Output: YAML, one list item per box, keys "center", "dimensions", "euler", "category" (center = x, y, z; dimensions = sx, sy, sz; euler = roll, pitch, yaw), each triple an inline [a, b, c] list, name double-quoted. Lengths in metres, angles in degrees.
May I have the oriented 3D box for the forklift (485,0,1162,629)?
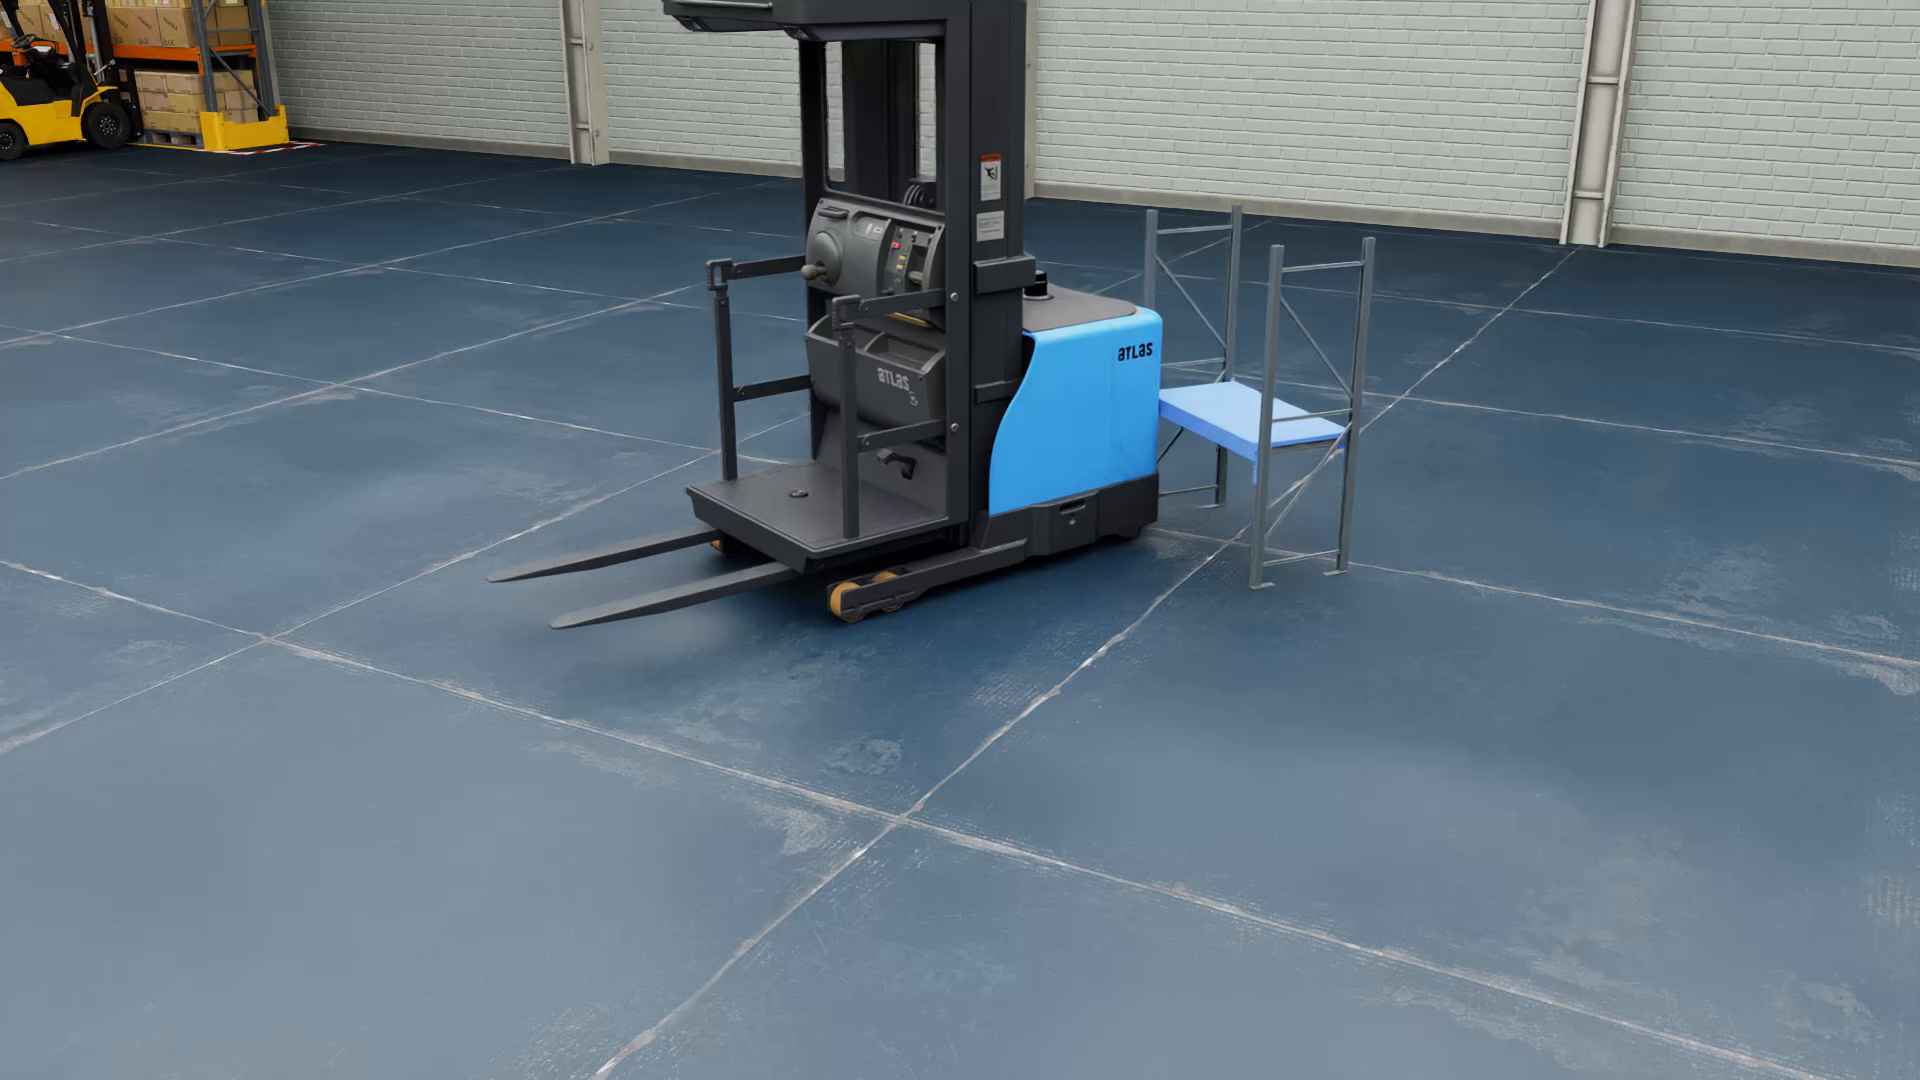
- center: [-0.536, -1.238, 6.980]
  dimensions: [3.031, 2.935, 1.130]
  euler: [-15, 25, -35]
  category: "forklift"

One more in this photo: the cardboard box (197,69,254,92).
- center: [-10.057, -6.296, 22.774]
  dimensions: [0.500, 0.250, 0.500]
  euler: [10, 22, 26]
  category: "cardboard box"

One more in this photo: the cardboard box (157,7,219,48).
- center: [-10.287, -6.836, 22.165]
  dimensions: [0.500, 0.500, 0.500]
  euler: [10, 22, 26]
  category: "cardboard box"

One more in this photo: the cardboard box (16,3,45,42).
- center: [-12.962, -7.346, 23.571]
  dimensions: [0.500, 0.500, 0.500]
  euler: [10, 22, 26]
  category: "cardboard box"

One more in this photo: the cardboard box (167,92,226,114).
- center: [-10.307, -5.913, 22.451]
  dimensions: [0.500, 0.250, 0.500]
  euler: [10, 22, 27]
  category: "cardboard box"

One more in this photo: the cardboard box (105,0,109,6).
- center: [-11.475, -7.386, 22.730]
  dimensions: [0.250, 0.149, 0.380]
  euler: [11, 22, 27]
  category: "cardboard box"

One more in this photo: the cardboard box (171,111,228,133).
- center: [-10.294, -5.674, 22.525]
  dimensions: [0.500, 0.250, 0.500]
  euler: [11, 23, 28]
  category: "cardboard box"

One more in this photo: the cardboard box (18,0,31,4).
- center: [-13.072, -7.671, 23.516]
  dimensions: [0.250, 0.149, 0.380]
  euler: [10, 22, 26]
  category: "cardboard box"

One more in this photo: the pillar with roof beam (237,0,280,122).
- center: [-11.997, -8.708, 18.675]
  dimensions: [0.400, 9.000, 9.100]
  euler: [11, 23, 27]
  category: "pillar with roof beam"

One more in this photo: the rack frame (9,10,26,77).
- center: [-13.222, -7.451, 24.006]
  dimensions: [0.127, 3.000, 1.000]
  euler: [11, 23, 27]
  category: "rack frame"

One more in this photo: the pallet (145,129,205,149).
- center: [-10.418, -5.589, 22.964]
  dimensions: [1.213, 0.211, 1.003]
  euler: [11, 23, 27]
  category: "pallet"

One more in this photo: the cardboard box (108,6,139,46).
- center: [-11.183, -7.010, 22.645]
  dimensions: [0.500, 0.500, 0.500]
  euler: [10, 22, 26]
  category: "cardboard box"

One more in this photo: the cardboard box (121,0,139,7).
- center: [-11.070, -7.282, 22.442]
  dimensions: [0.250, 0.149, 0.380]
  euler: [10, 22, 26]
  category: "cardboard box"

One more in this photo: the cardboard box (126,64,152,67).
- center: [-11.813, -6.633, 23.703]
  dimensions: [0.500, 0.250, 0.500]
  euler: [11, 23, 28]
  category: "cardboard box"

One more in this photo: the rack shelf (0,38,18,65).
- center: [-14.968, -7.445, 25.045]
  dimensions: [4.000, 0.370, 1.077]
  euler: [11, 23, 27]
  category: "rack shelf"

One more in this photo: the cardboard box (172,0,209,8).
- center: [-10.169, -7.112, 21.973]
  dimensions: [0.250, 0.149, 0.380]
  euler: [11, 23, 28]
  category: "cardboard box"

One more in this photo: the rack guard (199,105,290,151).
- center: [-9.709, -5.606, 22.587]
  dimensions: [0.348, 0.500, 1.175]
  euler: [11, 23, 27]
  category: "rack guard"

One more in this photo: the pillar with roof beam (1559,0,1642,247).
- center: [3.717, -5.715, 10.423]
  dimensions: [0.400, 9.000, 9.100]
  euler: [11, 23, 27]
  category: "pillar with roof beam"

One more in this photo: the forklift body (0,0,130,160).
- center: [-12.275, -6.159, 21.689]
  dimensions: [1.214, 2.155, 2.313]
  euler: [11, 23, 27]
  category: "forklift body"

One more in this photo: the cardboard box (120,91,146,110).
- center: [-11.201, -6.079, 22.909]
  dimensions: [0.500, 0.250, 0.500]
  euler: [10, 22, 26]
  category: "cardboard box"

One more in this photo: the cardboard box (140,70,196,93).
- center: [-10.732, -6.227, 22.583]
  dimensions: [0.500, 0.250, 0.500]
  euler: [11, 23, 28]
  category: "cardboard box"

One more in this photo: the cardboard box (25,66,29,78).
- center: [-12.952, -6.652, 23.753]
  dimensions: [0.500, 0.250, 0.500]
  euler: [10, 22, 26]
  category: "cardboard box"

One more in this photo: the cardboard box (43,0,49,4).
- center: [-12.604, -7.594, 23.302]
  dimensions: [0.250, 0.149, 0.380]
  euler: [11, 23, 27]
  category: "cardboard box"

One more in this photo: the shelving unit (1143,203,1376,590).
- center: [1.298, -0.686, 7.556]
  dimensions: [0.538, 1.500, 1.048]
  euler: [-9, 22, -22]
  category: "shelving unit"

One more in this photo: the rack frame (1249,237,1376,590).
- center: [1.502, -0.527, 7.118]
  dimensions: [0.500, 1.500, 0.032]
  euler: [-9, 22, -22]
  category: "rack frame"

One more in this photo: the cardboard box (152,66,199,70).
- center: [-10.926, -6.465, 23.239]
  dimensions: [0.500, 0.250, 0.500]
  euler: [11, 22, 27]
  category: "cardboard box"

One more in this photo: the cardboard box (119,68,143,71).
- center: [-11.616, -6.395, 23.045]
  dimensions: [0.500, 0.250, 0.500]
  euler: [10, 22, 26]
  category: "cardboard box"

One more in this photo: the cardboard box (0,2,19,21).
- center: [-13.775, -7.621, 23.961]
  dimensions: [0.500, 0.250, 0.500]
  euler: [10, 22, 26]
  category: "cardboard box"

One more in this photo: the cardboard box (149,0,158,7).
- center: [-10.603, -7.207, 22.235]
  dimensions: [0.250, 0.149, 0.380]
  euler: [11, 23, 28]
  category: "cardboard box"

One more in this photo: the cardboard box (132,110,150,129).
- center: [-11.156, -5.846, 22.998]
  dimensions: [0.500, 0.250, 0.500]
  euler: [11, 23, 28]
  category: "cardboard box"

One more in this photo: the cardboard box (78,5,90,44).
- center: [-12.056, -7.180, 23.115]
  dimensions: [0.500, 0.500, 0.500]
  euler: [11, 22, 27]
  category: "cardboard box"
